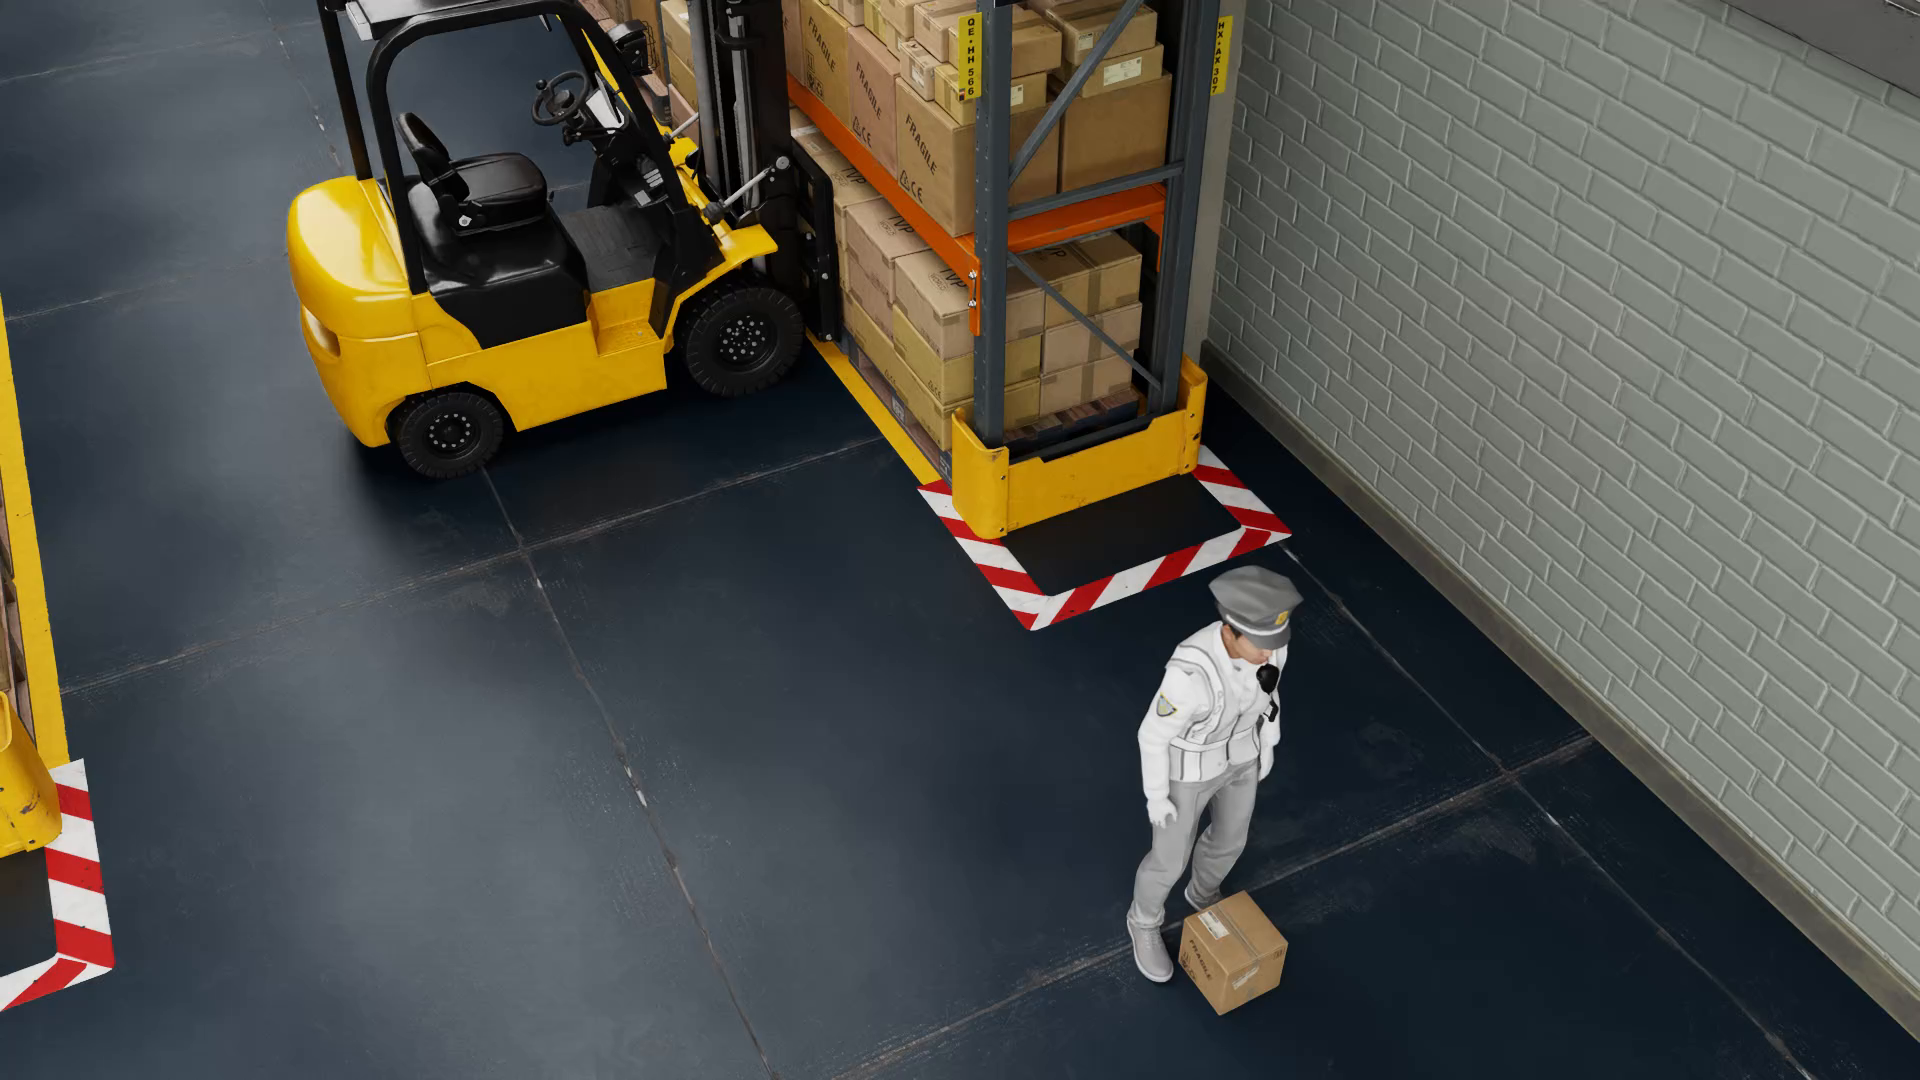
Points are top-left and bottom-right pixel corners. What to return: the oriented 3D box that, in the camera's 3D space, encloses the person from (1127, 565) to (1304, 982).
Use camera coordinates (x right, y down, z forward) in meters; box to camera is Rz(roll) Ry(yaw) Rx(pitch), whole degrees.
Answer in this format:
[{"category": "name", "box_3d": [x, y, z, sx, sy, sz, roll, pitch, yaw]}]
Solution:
[{"category": "person", "box_3d": [0.804, 0.730, 5.332, 0.526, 1.662, 0.374, -21, 46, -22]}]
